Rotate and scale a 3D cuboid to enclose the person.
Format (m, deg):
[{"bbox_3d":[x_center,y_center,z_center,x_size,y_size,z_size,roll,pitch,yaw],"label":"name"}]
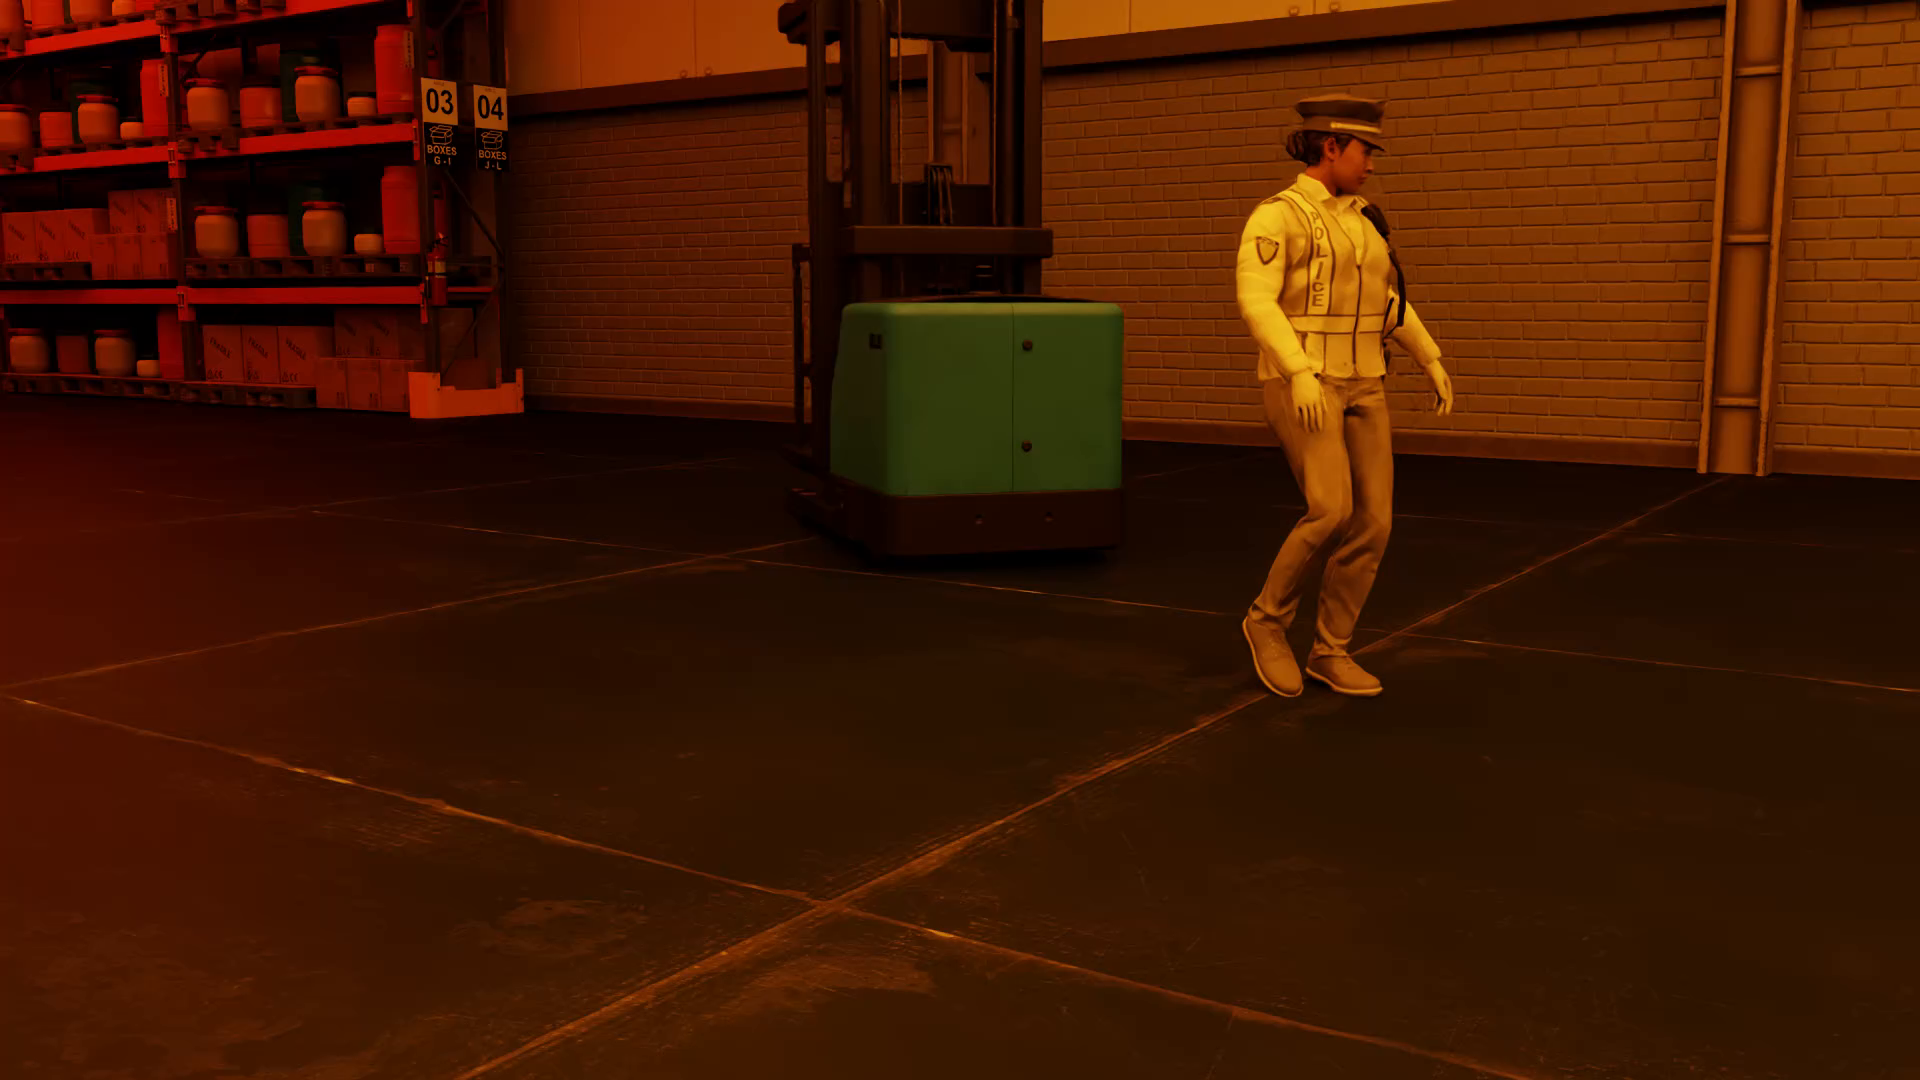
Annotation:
[{"bbox_3d":[1.074,-0.393,4.597,0.732,1.646,0.430,-4,9,-29],"label":"person"}]

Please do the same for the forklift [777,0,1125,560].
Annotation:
[{"bbox_3d":[-0.244,-1.537,8.003,1.130,2.935,3.031,-3,8,-18],"label":"forklift"}]
